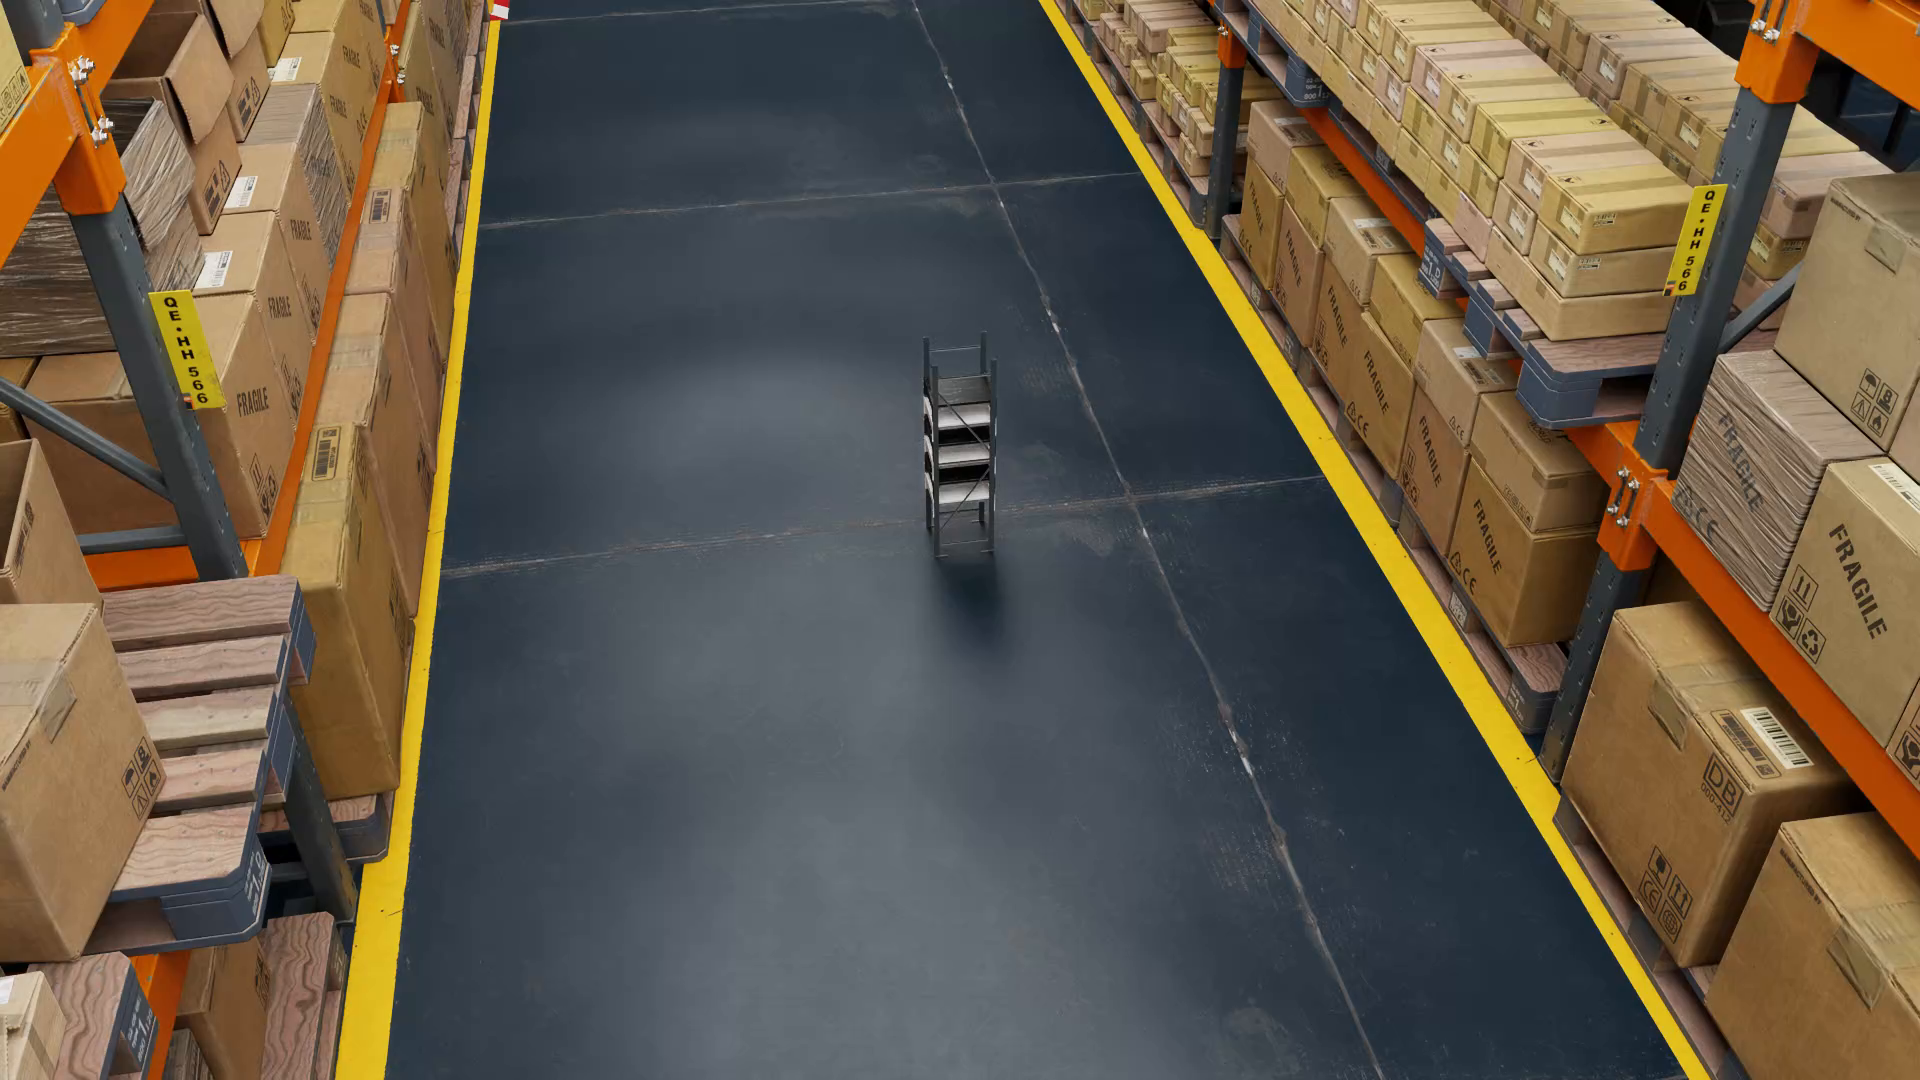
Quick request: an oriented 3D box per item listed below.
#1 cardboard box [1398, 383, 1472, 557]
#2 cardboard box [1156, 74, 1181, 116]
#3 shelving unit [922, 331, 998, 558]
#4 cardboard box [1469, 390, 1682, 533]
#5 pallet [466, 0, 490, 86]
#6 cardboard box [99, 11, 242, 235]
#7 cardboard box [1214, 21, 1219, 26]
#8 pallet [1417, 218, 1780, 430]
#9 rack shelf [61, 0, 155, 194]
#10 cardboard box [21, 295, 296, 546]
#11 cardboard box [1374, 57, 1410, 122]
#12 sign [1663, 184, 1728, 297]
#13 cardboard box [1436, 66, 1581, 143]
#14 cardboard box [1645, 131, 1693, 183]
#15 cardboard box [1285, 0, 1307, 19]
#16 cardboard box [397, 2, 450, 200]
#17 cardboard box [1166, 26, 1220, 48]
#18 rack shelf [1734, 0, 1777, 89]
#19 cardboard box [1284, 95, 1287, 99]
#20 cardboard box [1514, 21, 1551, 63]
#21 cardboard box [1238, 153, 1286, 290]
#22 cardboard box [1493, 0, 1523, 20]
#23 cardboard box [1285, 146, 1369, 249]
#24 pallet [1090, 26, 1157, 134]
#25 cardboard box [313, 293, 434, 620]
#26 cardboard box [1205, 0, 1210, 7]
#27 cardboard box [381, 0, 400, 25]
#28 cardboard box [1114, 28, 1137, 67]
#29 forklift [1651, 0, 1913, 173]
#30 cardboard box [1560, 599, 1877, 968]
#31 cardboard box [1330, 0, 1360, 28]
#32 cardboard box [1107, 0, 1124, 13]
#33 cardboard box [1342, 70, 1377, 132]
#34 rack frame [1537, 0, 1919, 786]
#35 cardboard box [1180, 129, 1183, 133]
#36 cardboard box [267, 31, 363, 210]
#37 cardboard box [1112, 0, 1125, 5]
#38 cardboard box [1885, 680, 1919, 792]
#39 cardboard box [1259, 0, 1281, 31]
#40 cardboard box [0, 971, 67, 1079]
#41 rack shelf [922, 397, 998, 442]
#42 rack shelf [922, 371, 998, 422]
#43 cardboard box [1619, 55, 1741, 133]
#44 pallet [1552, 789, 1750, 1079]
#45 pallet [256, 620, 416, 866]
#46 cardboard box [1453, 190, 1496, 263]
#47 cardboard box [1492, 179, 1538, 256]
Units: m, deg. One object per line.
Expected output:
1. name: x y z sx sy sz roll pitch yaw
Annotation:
1. cardboard box: 2.044 -0.300 6.386 0.500 0.500 0.500 -5 38 -6
2. cardboard box: 1.310 -2.489 9.248 0.380 0.149 0.250 -7 38 -10
3. shelving unit: -0.001 -0.360 6.480 0.258 0.900 0.210 -6 38 -8
4. cardboard box: 2.126 -0.298 5.772 0.500 0.250 0.500 -7 38 -9
5. pallet: -3.582 -3.222 10.725 1.003 0.211 1.213 -6 38 -8
6. cardboard box: -2.621 -1.238 5.000 0.797 0.503 0.637 -5 38 -7
7. cardboard box: 1.773 -3.194 10.155 0.380 0.149 0.250 -6 38 -7
8. pallet: 2.274 -0.781 5.467 1.213 0.211 1.003 -6 38 -8
9. rack shelf: -2.748 -2.074 5.116 1.077 0.370 4.000 -6 38 -8
10. cardboard box: -2.214 -0.328 4.645 0.500 0.500 0.500 -5 38 -7
11. cardboard box: 1.741 -1.650 6.049 0.380 0.149 0.250 -5 38 -7
12. sign: 1.971 -0.800 4.455 0.100 0.325 0.005 -6 38 -8
13. cardboard box: 1.828 -1.457 5.558 0.380 0.149 0.250 -5 38 -7
14. cardboard box: 2.517 -1.260 5.547 0.380 0.149 0.250 -7 38 -9
15. cardboard box: 1.558 -2.281 6.862 0.380 0.149 0.250 -8 39 -10
16. cardboard box: -3.135 -2.115 8.418 0.875 0.875 0.875 -6 38 -8
17. cardboard box: 1.381 -2.780 9.381 0.380 0.149 0.250 -5 38 -6
18. rack shelf: 2.153 -2.546 5.724 1.077 0.370 4.000 -6 38 -8
19. cardboard box: 1.946 -2.359 8.838 0.380 0.149 0.250 -5 38 -6
20. cardboard box: 2.338 -1.876 6.339 0.380 0.149 0.250 -5 38 -6
21. cardboard box: 1.671 -1.558 8.005 0.500 0.500 0.500 -5 38 -6
22. cardboard box: 2.293 -2.147 6.446 0.380 0.149 0.250 -8 39 -10
23. cardboard box: 1.768 -1.533 7.362 0.500 0.250 0.500 -5 38 -7
24. pallet: 1.433 -2.893 10.302 1.003 0.211 1.213 -6 38 -8
25. cardboard box: -2.646 -0.250 6.017 1.225 0.875 0.875 -6 38 -8
26. cardboard box: 1.697 -3.306 10.057 0.380 0.149 0.250 -6 38 -8
27. cardboard box: -2.823 -2.497 7.723 0.380 0.149 0.250 -6 38 -8
28. cardboard box: 1.162 -3.026 10.182 0.380 0.149 0.250 -6 38 -8
29. forklift: 4.376 -3.020 8.248 1.130 2.935 3.031 -8 39 -10
30. cardboard box: 2.522 0.662 4.944 1.050 0.750 0.750 -7 38 -9
31. cardboard box: 1.646 -2.087 6.369 0.380 0.149 0.250 -5 38 -6
32. cardboard box: 1.141 -3.457 10.494 0.380 0.149 0.250 -8 39 -10
33. cardboard box: 1.694 -1.692 6.346 0.380 0.149 0.250 -8 39 -10
34. rack frame: 2.504 -0.438 4.869 1.000 3.000 0.127 -6 38 -8
35. cardboard box: 1.435 -2.260 9.196 0.380 0.149 0.250 -5 38 -7
36. cardboard box: -2.569 -1.553 6.223 0.500 0.500 0.500 -7 38 -8
37. cardboard box: 1.109 -3.399 10.177 0.380 0.149 0.250 -6 38 -7
38. cardboard box: 2.497 0.434 3.664 0.500 0.500 0.500 -6 38 -8
39. cardboard box: 1.513 -2.315 7.147 0.380 0.149 0.250 -6 38 -8
40. cardboard box: -1.839 0.900 2.914 0.396 0.266 0.258 -7 38 -9
41. rack shelf: -0.001 -0.476 6.390 0.258 0.077 0.200 -6 38 -8
42. rack shelf: -0.001 -0.547 6.335 0.258 0.077 0.200 -6 38 -8
43. cardboard box: 2.479 -1.510 5.626 0.380 0.149 0.250 -8 39 -10
44. pallet: 2.568 1.148 5.101 1.003 0.211 1.213 -6 38 -8
45. pallet: -2.461 0.651 5.739 1.003 0.211 1.213 -6 38 -8
46. cardboard box: 1.877 -1.058 5.530 0.380 0.149 0.250 -6 38 -7
47. cardboard box: 1.920 -1.032 5.254 0.380 0.149 0.250 -5 38 -6
